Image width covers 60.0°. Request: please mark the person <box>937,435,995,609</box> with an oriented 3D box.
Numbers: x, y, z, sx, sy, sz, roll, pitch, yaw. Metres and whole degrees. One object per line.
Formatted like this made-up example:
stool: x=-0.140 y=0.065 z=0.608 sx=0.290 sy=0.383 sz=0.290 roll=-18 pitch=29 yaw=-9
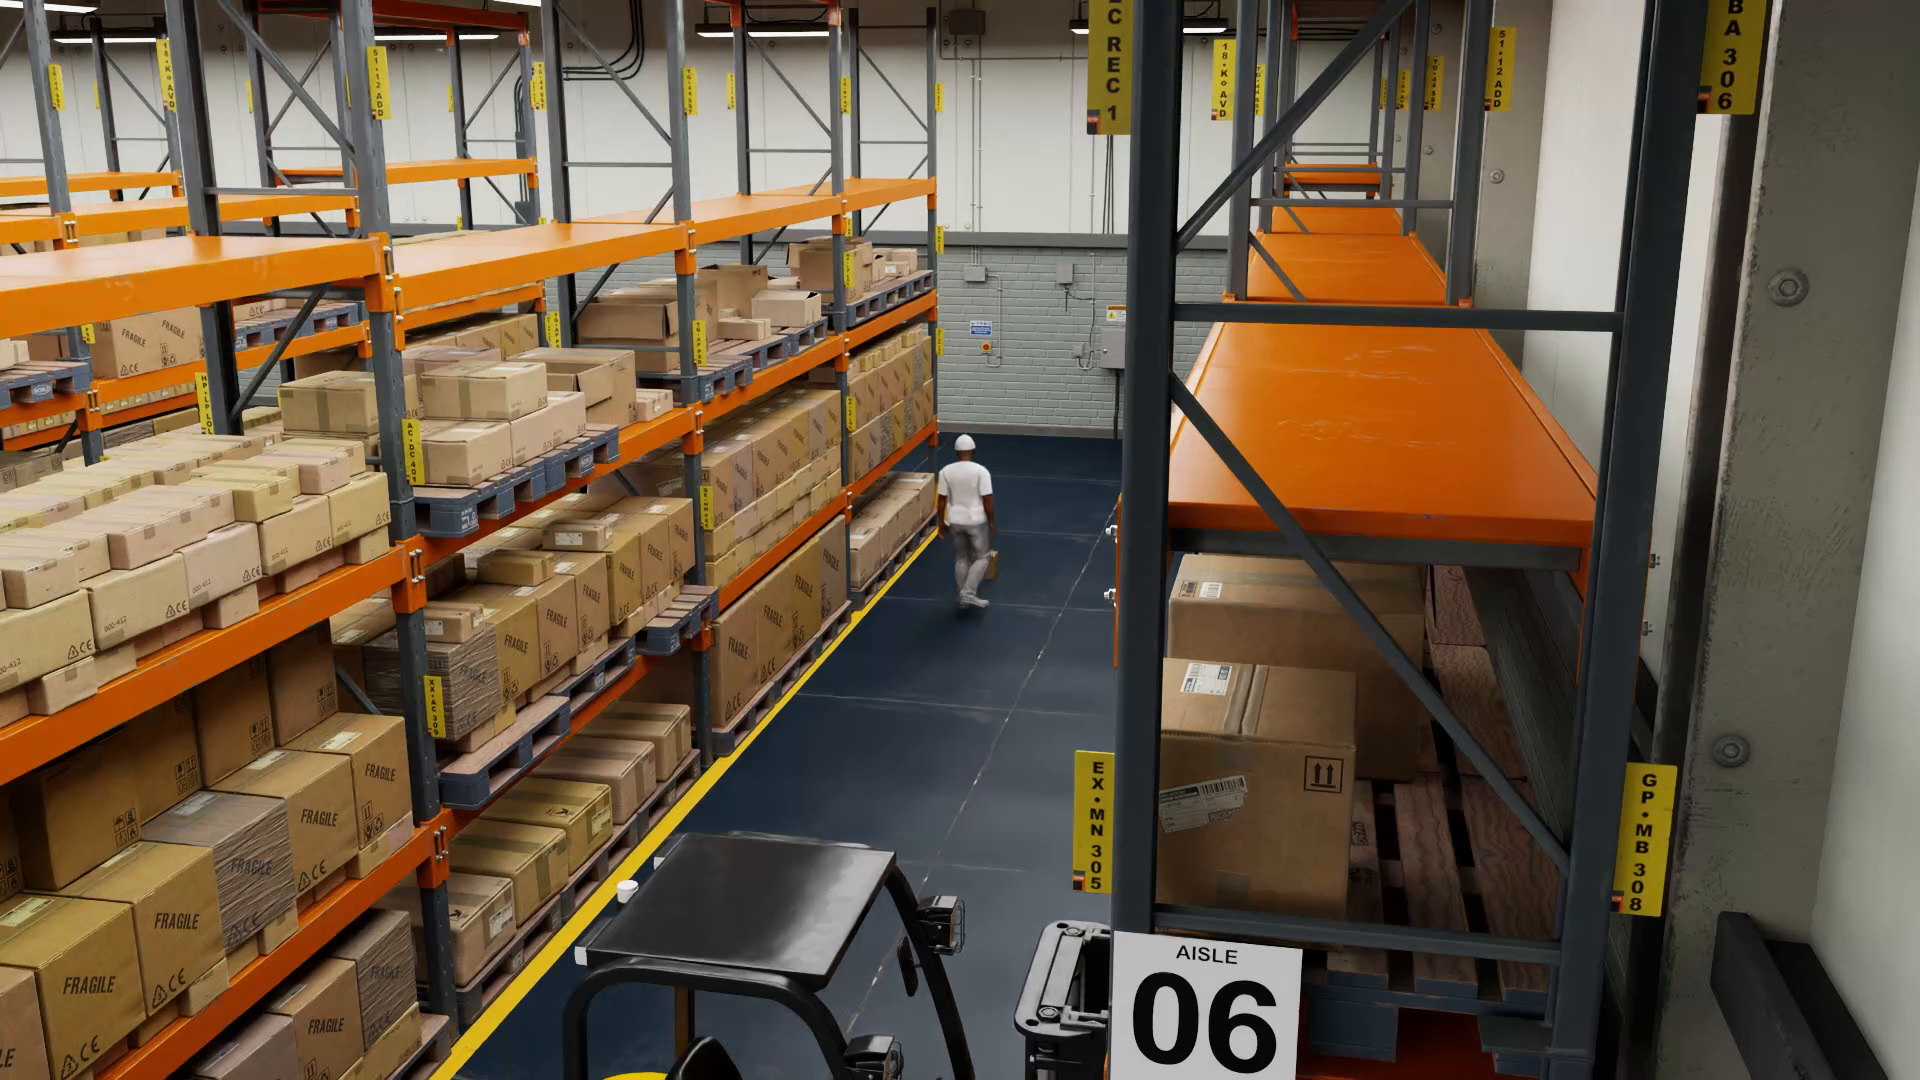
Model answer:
person: x=0.048 y=-0.157 z=16.569 sx=0.604 sy=1.761 sz=0.569 roll=6 pitch=16 yaw=22
